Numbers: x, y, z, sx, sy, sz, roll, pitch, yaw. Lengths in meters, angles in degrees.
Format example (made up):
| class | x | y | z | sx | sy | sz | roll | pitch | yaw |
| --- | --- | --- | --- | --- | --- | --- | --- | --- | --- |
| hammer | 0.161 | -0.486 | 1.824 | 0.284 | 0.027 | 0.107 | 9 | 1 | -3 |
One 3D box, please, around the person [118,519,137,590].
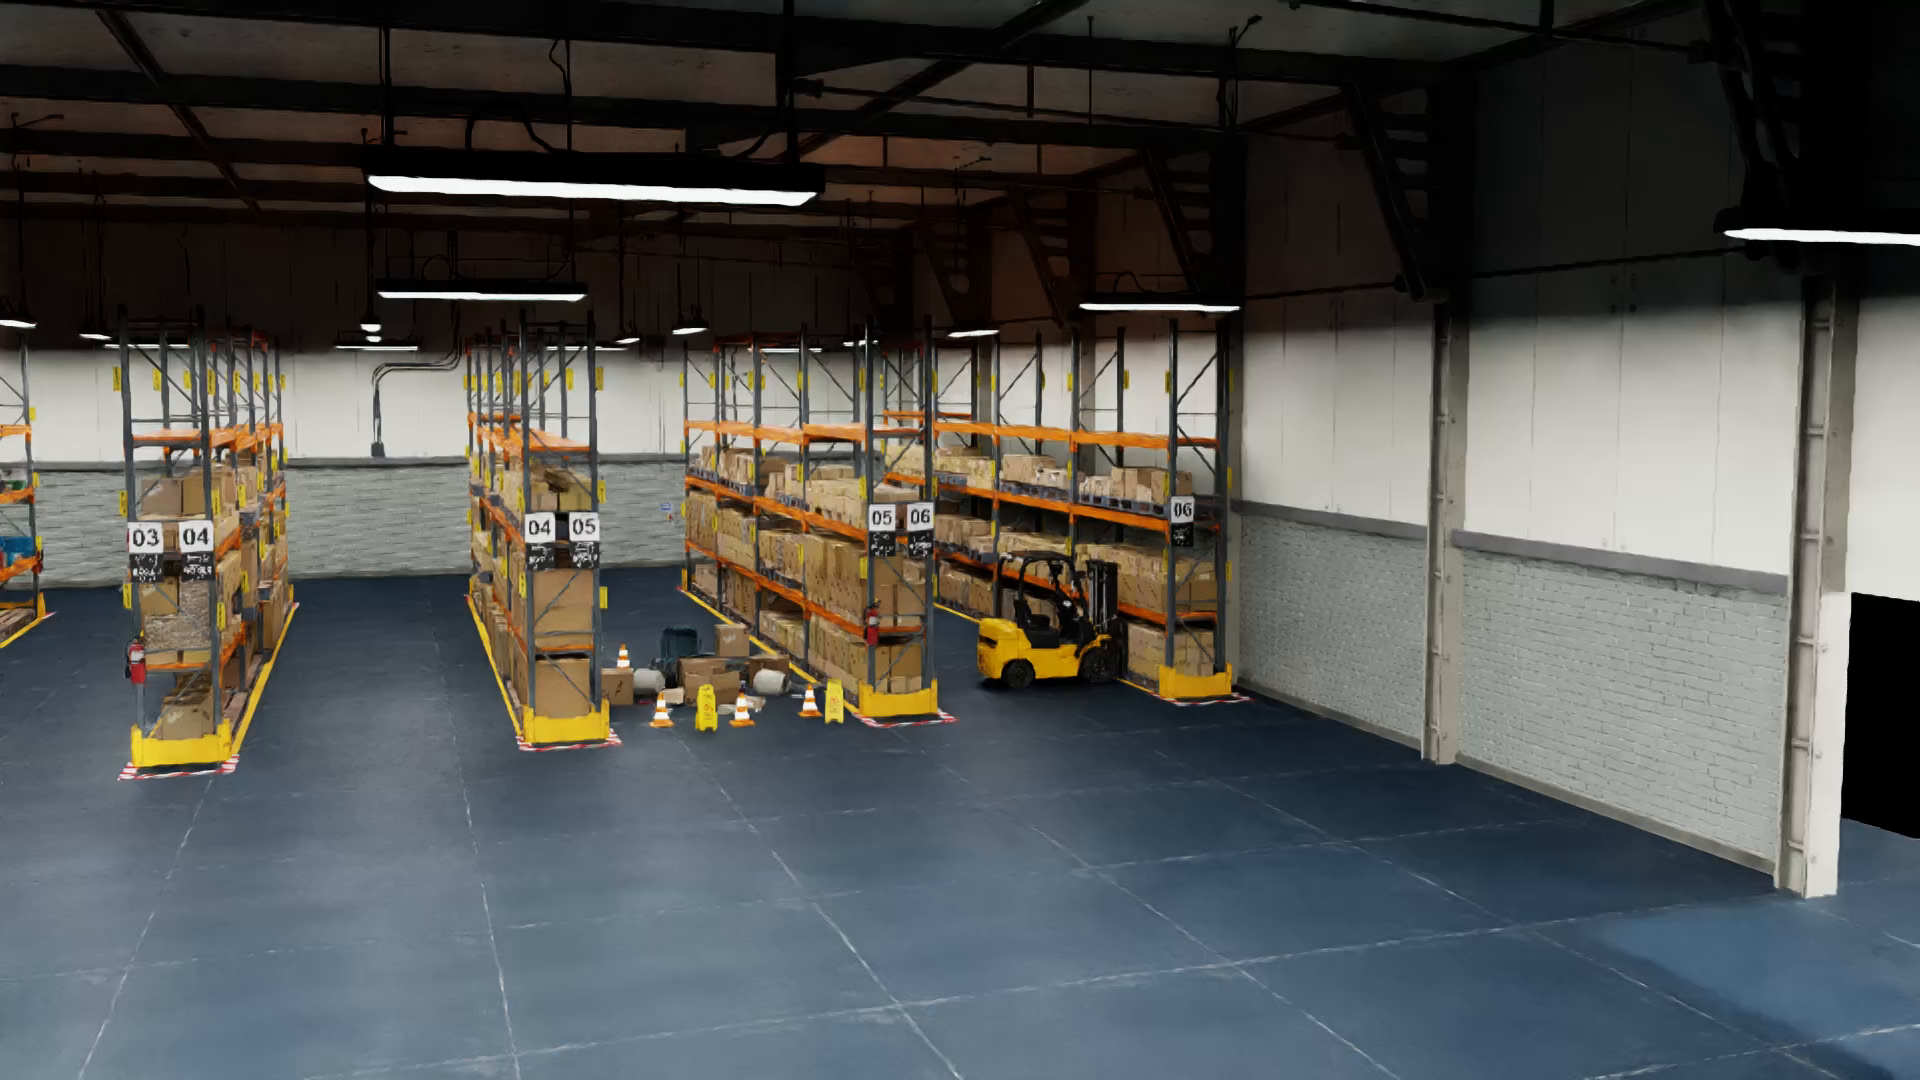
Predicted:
| class | x | y | z | sx | sy | sz | roll | pitch | yaw |
| --- | --- | --- | --- | --- | --- | --- | --- | --- | --- |
| person | -19.927 | 0.350 | 40.080 | 0.507 | 1.723 | 0.719 | 2 | 6 | 23 |
